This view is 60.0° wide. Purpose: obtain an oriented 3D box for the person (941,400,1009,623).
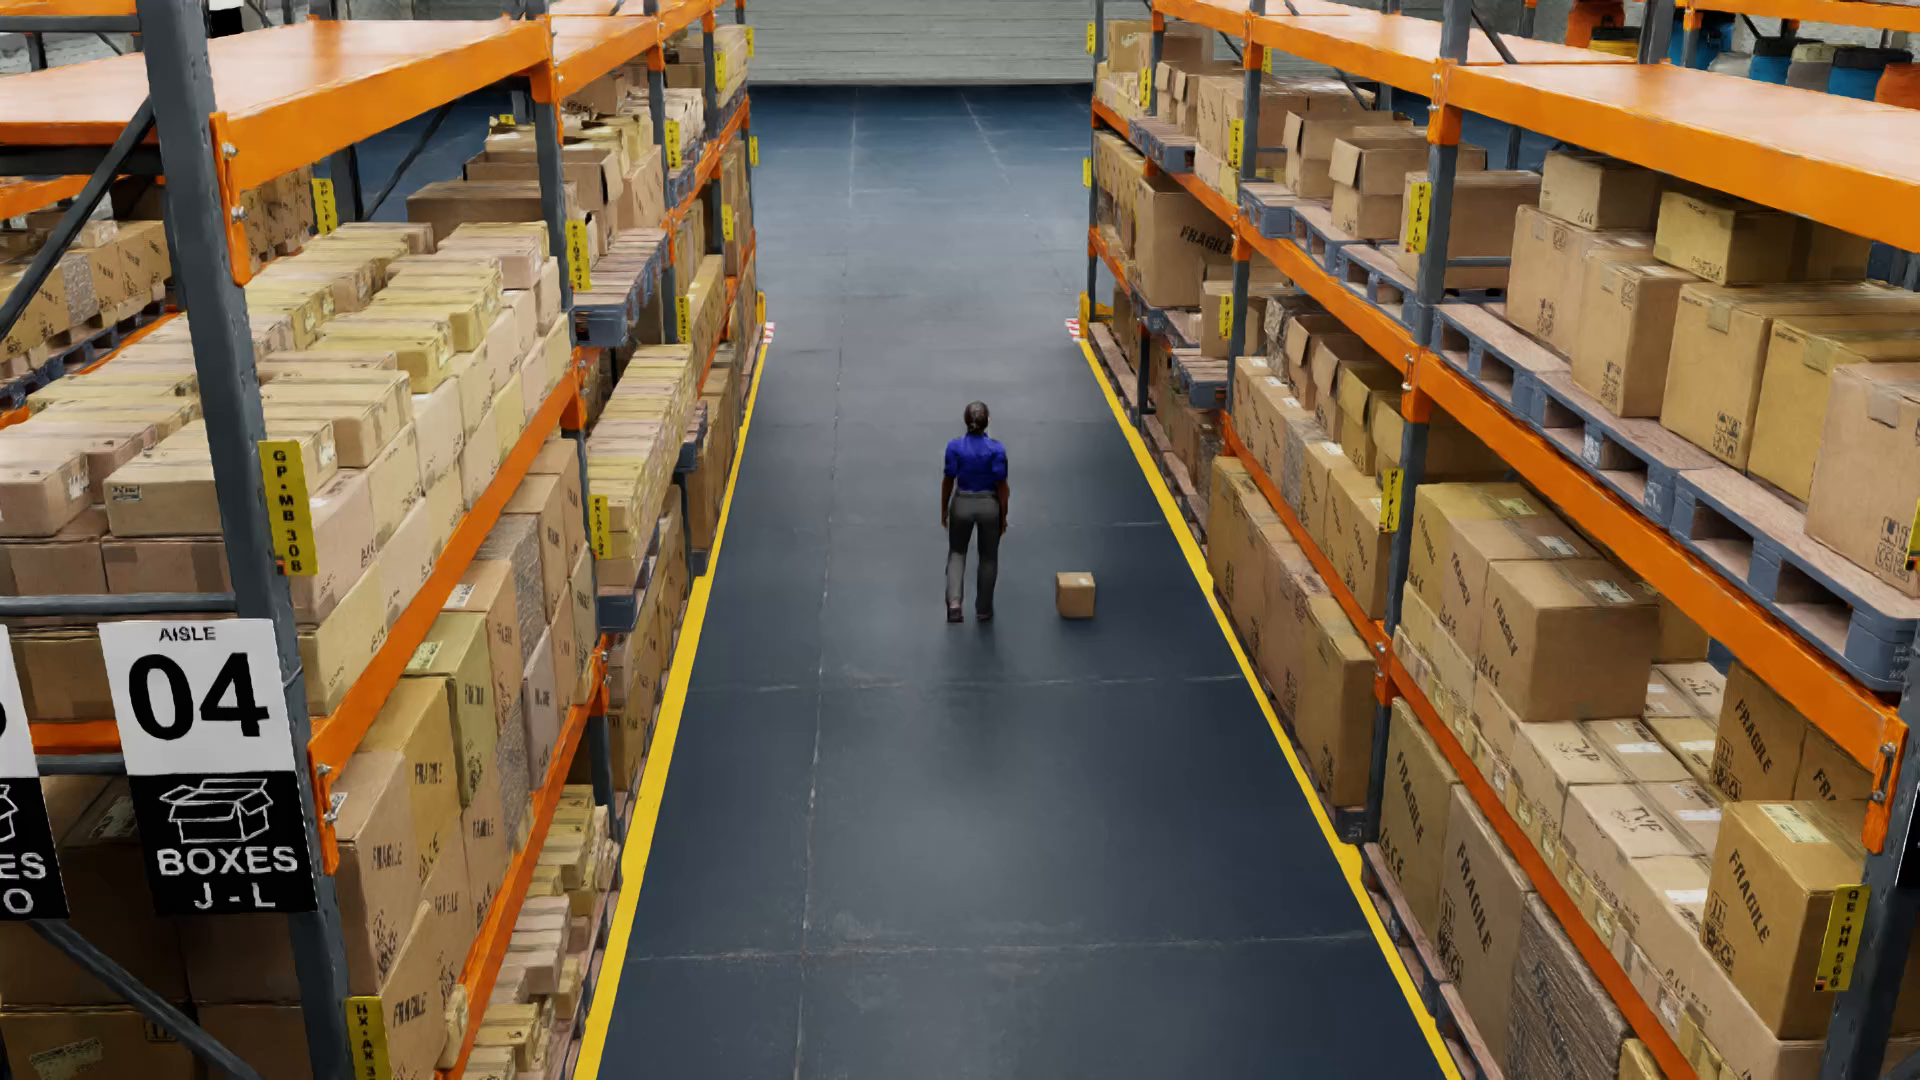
[{"bbox_3d":[0.103,-0.186,11.584,0.482,1.654,0.649,3,21,7],"label":"person"}]
